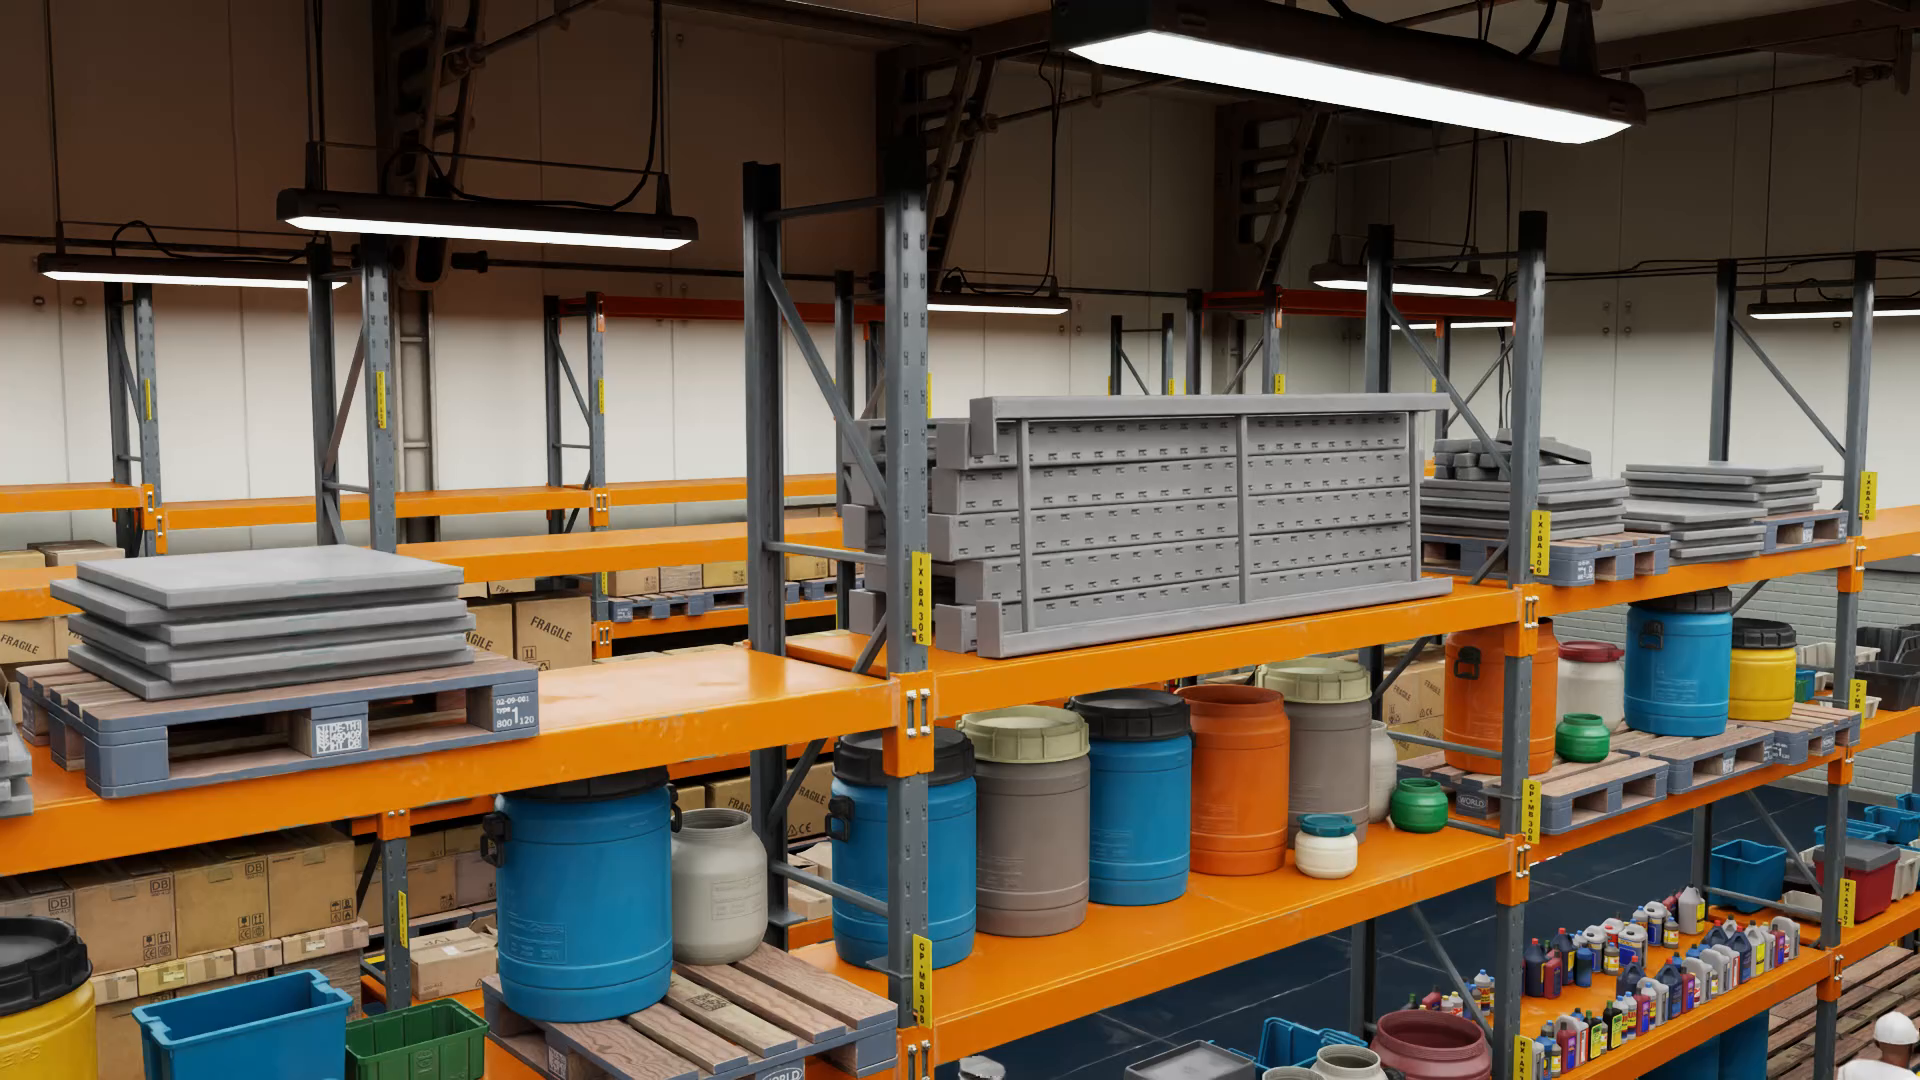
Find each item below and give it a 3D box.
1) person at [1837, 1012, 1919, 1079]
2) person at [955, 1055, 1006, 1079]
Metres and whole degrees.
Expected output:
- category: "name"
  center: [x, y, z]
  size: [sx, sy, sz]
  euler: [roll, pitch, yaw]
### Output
- category: "person"
  center: [4.989, 3.432, 8.975]
  size: [0.539, 1.767, 0.596]
  euler: [-3, 6, -28]
- category: "person"
  center: [0.224, 3.515, 8.694]
  size: [0.497, 1.659, 0.566]
  euler: [-1, 6, -15]
